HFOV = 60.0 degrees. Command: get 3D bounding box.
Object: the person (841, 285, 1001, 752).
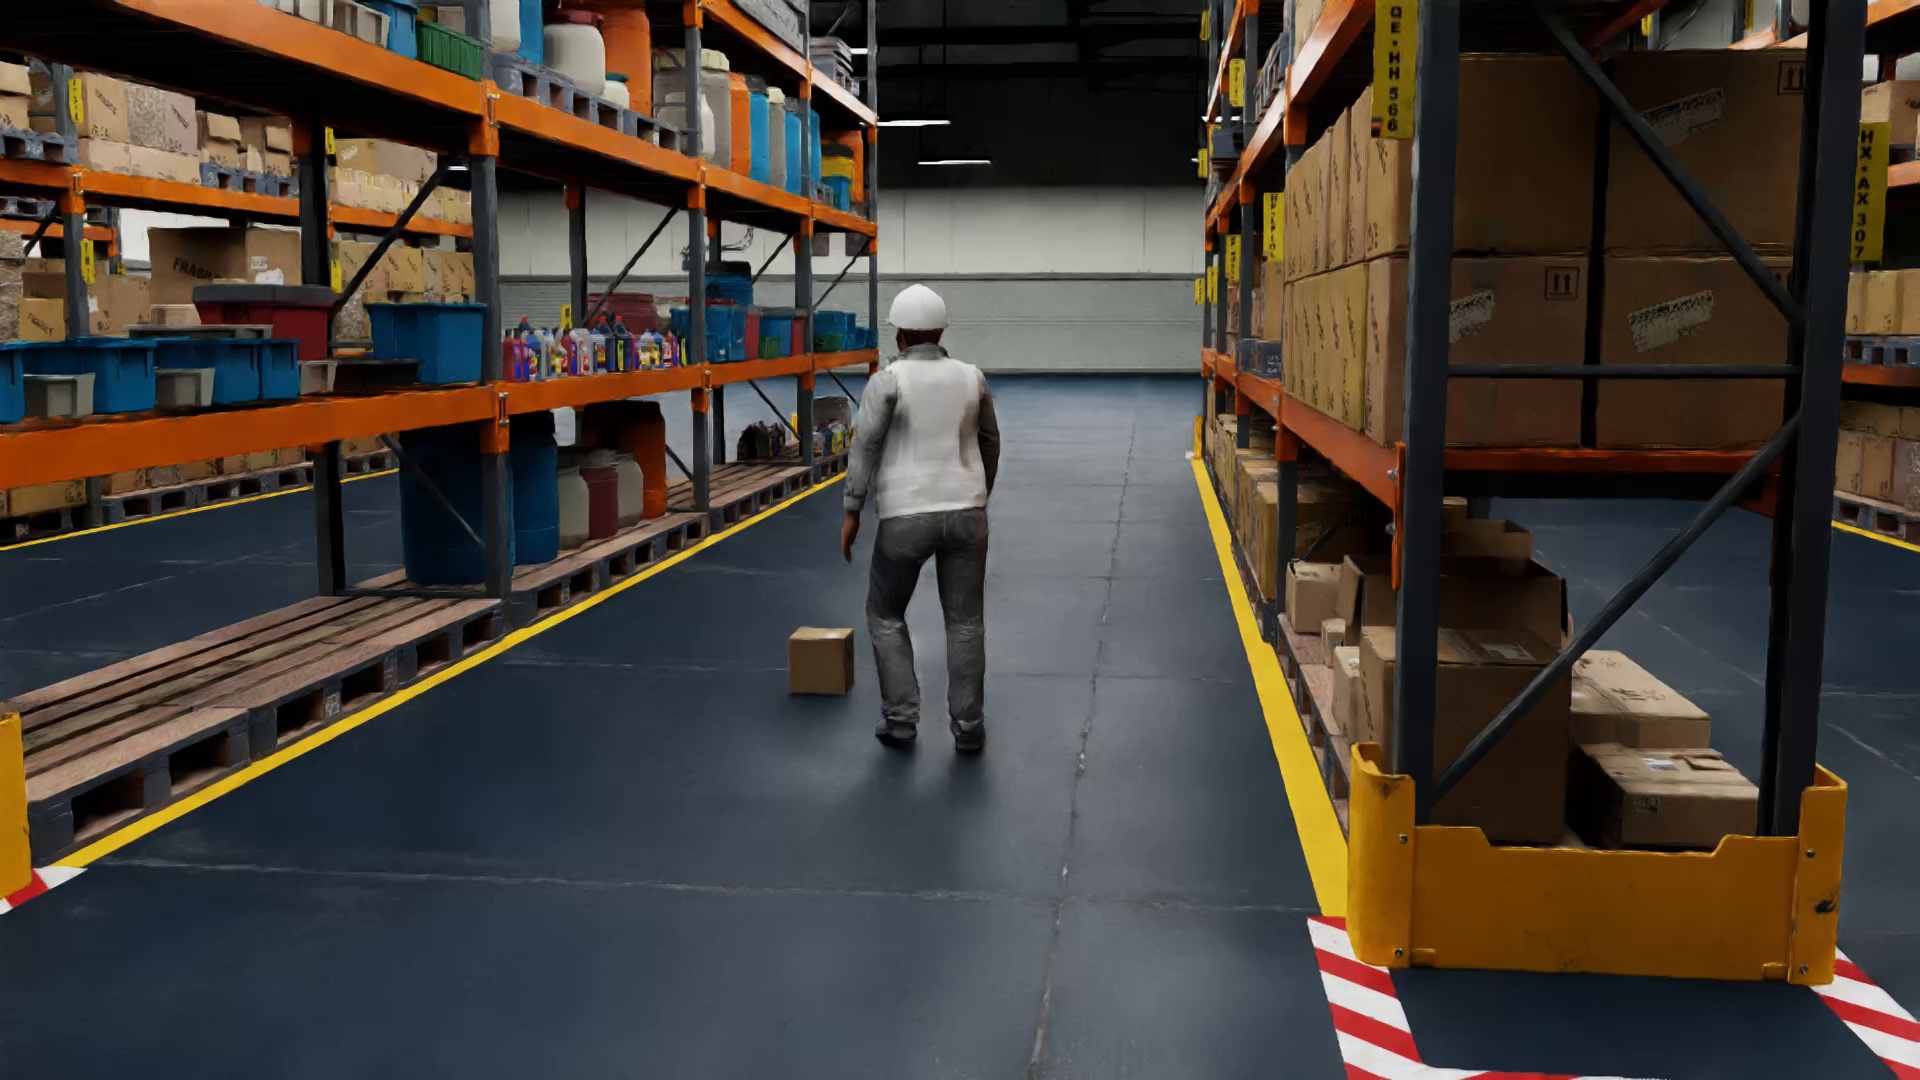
[{"bbox_3d":[-0.143,-0.087,6.355,0.666,1.755,0.494,-2,8,-17],"label":"person"}]
